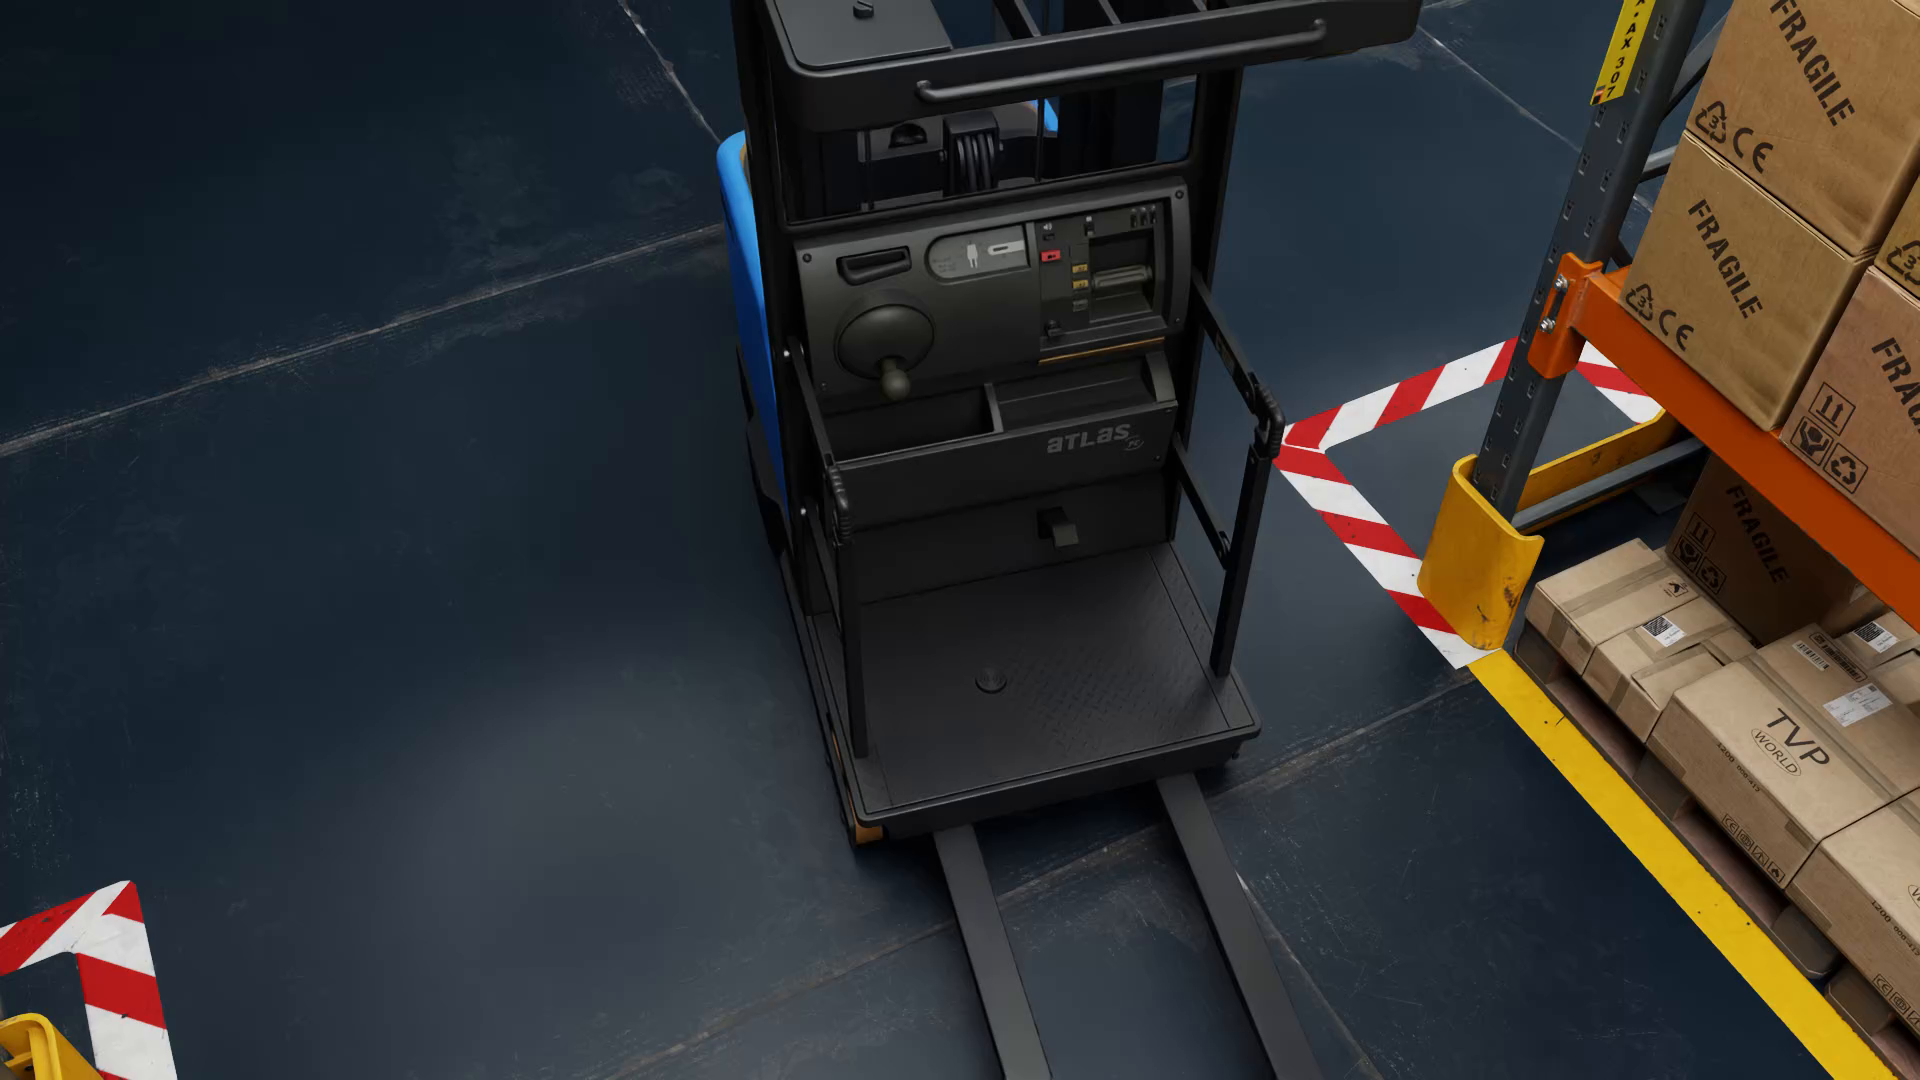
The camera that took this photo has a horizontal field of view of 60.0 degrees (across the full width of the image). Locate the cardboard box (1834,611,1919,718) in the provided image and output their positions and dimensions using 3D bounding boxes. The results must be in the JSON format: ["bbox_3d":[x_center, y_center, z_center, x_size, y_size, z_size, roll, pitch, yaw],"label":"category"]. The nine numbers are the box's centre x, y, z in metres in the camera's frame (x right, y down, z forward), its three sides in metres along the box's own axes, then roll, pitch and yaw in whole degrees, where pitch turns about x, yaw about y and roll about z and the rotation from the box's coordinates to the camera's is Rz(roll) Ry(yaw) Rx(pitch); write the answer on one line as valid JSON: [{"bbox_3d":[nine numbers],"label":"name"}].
[{"bbox_3d":[2.523,0.362,4.531,0.380,0.166,0.250,-21,52,-18],"label":"cardboard box"}]

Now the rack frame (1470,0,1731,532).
[{"bbox_3d":[1.950,-1.007,4.138,1.000,3.000,0.127,-21,52,-18],"label":"rack frame"}]

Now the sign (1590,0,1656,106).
[{"bbox_3d":[1.468,-1.105,3.649,0.100,0.325,0.005,-21,52,-18],"label":"sign"}]

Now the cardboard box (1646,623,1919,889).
[{"bbox_3d":[2.176,0.550,4.311,0.500,0.250,0.500,-21,52,-18],"label":"cardboard box"}]

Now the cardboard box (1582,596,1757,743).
[{"bbox_3d":[1.951,0.347,4.544,0.380,0.166,0.250,-21,52,-18],"label":"cardboard box"}]

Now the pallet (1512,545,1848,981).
[{"bbox_3d":[2.351,0.495,4.677,1.003,0.211,1.213,-21,52,-18],"label":"pallet"}]

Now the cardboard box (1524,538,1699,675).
[{"bbox_3d":[1.836,0.185,4.697,0.380,0.149,0.250,-21,52,-18],"label":"cardboard box"}]

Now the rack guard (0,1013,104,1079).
[{"bbox_3d":[-2.464,1.509,3.598,1.175,0.500,0.348,-21,52,-18],"label":"rack guard"}]

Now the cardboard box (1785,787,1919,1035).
[{"bbox_3d":[2.405,0.884,4.018,0.500,0.250,0.500,-21,52,-18],"label":"cardboard box"}]

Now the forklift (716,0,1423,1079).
[{"bbox_3d":[0.148,-0.476,3.719,1.130,2.935,3.031,-12,50,-10],"label":"forklift"}]

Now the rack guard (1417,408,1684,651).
[{"bbox_3d":[1.985,-0.133,5.034,1.175,0.500,0.348,-21,52,-18],"label":"rack guard"}]

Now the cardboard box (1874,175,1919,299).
[{"bbox_3d":[2.165,-0.634,3.081,0.500,0.500,0.500,-21,52,-17],"label":"cardboard box"}]

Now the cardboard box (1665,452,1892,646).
[{"bbox_3d":[2.418,-0.050,4.669,0.500,0.500,0.500,-21,52,-18],"label":"cardboard box"}]

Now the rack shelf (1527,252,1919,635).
[{"bbox_3d":[2.866,0.568,3.238,1.077,0.370,4.000,-21,52,-18],"label":"rack shelf"}]

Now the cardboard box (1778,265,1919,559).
[{"bbox_3d":[2.160,-0.309,3.461,0.500,0.500,0.500,-22,52,-18],"label":"cardboard box"}]

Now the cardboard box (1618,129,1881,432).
[{"bbox_3d":[1.919,-0.652,3.761,0.500,0.500,0.500,-20,52,-17],"label":"cardboard box"}]

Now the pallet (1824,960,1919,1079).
[{"bbox_3d":[2.905,1.311,3.964,1.003,0.211,1.213,-21,52,-18],"label":"pallet"}]

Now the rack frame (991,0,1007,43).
[{"bbox_3d":[-0.104,-1.163,5.271,0.500,1.500,0.032,-12,50,-10],"label":"rack frame"}]

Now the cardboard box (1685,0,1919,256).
[{"bbox_3d":[1.919,-0.981,3.385,0.500,0.500,0.500,-20,52,-16],"label":"cardboard box"}]

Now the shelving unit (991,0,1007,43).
[{"bbox_3d":[-0.237,-1.533,5.594,0.538,1.500,1.048,-12,50,-10],"label":"shelving unit"}]
